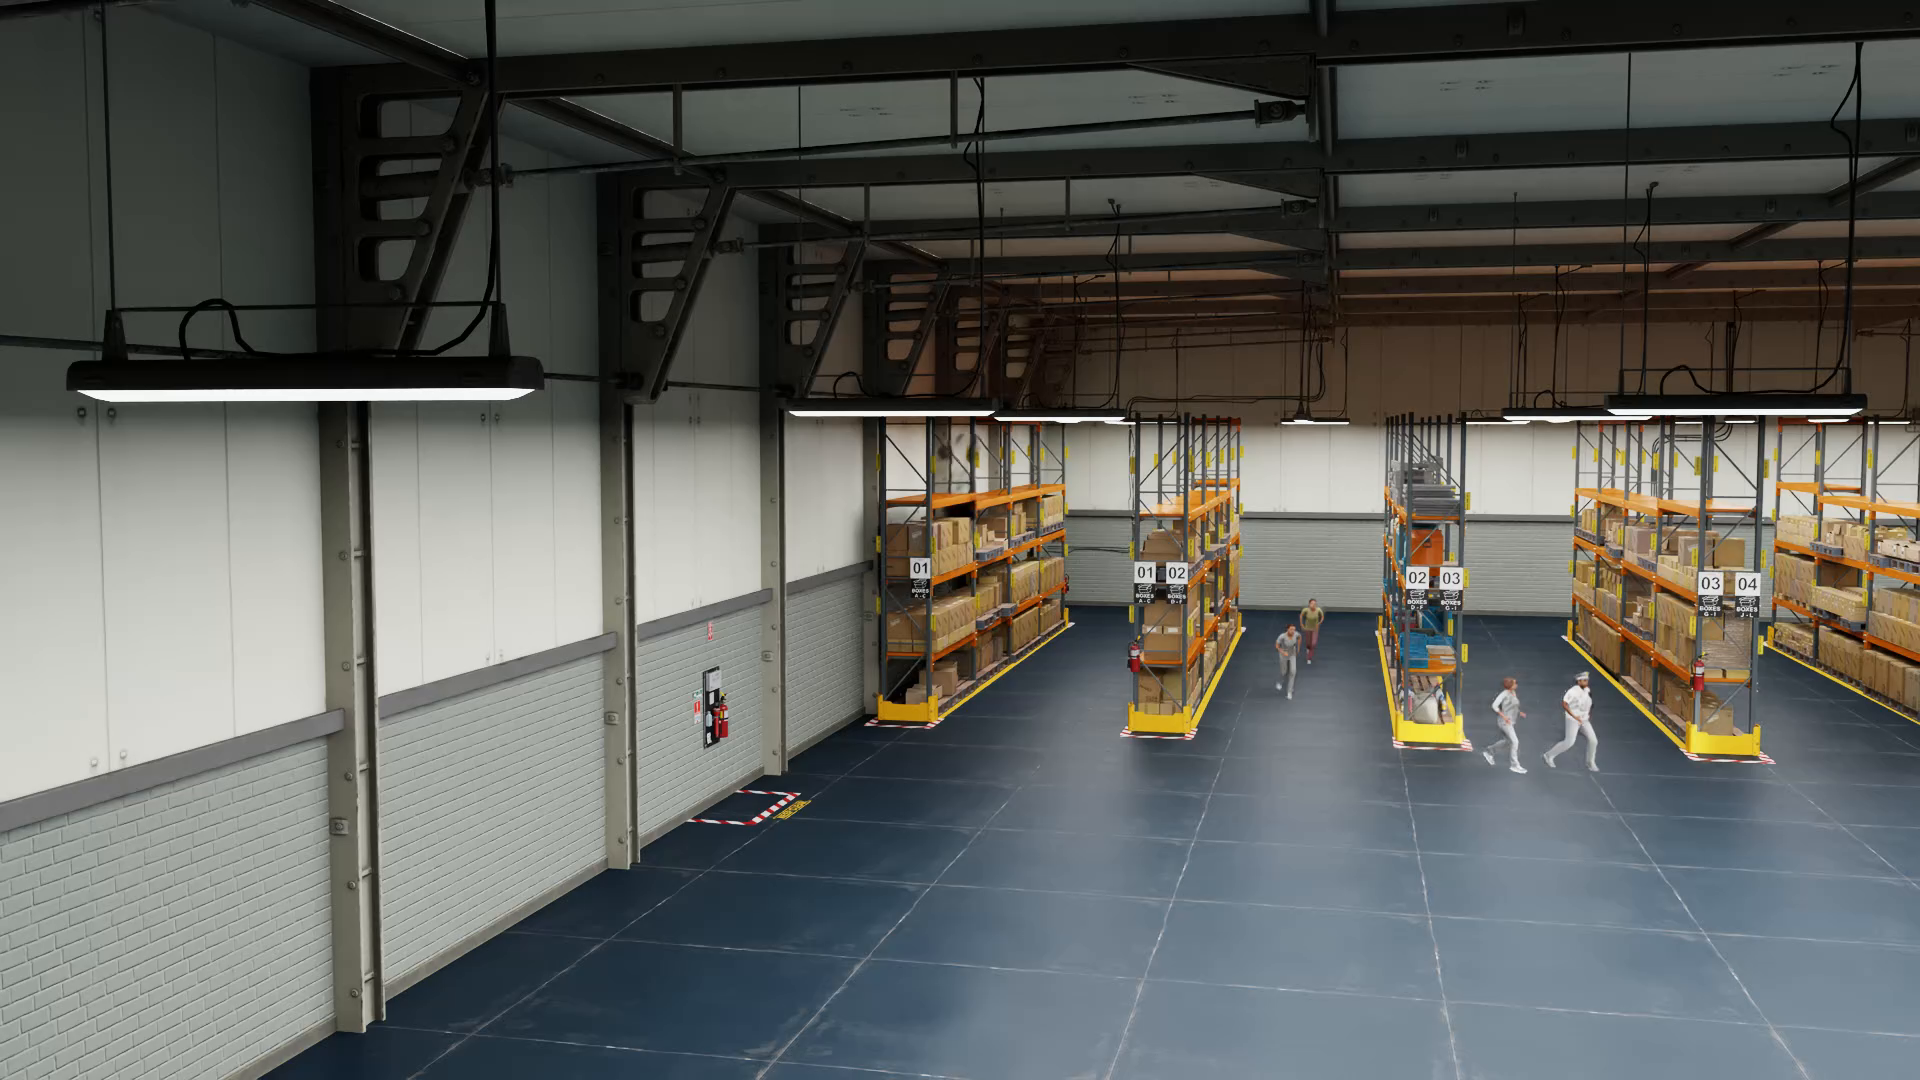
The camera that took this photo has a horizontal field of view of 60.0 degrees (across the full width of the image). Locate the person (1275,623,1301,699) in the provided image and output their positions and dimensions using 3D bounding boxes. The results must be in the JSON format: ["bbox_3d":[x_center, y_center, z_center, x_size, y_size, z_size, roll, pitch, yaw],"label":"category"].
[{"bbox_3d":[6.971,2.540,35.544,0.601,1.624,1.004,-1,4,-10],"label":"person"}]

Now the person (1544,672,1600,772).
[{"bbox_3d":[10.285,3.033,27.817,0.822,1.693,0.707,-2,5,-31],"label":"person"}]

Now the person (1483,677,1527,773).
[{"bbox_3d":[9.053,3.058,27.671,0.756,1.591,0.548,3,5,38],"label":"person"}]

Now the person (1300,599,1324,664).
[{"bbox_3d":[8.568,2.206,40.518,0.575,1.605,0.736,0,4,3],"label":"person"}]

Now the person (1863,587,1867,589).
[{"bbox_3d":[23.136,1.952,42.543,0.687,1.760,0.885,0,4,2],"label":"person"}]
